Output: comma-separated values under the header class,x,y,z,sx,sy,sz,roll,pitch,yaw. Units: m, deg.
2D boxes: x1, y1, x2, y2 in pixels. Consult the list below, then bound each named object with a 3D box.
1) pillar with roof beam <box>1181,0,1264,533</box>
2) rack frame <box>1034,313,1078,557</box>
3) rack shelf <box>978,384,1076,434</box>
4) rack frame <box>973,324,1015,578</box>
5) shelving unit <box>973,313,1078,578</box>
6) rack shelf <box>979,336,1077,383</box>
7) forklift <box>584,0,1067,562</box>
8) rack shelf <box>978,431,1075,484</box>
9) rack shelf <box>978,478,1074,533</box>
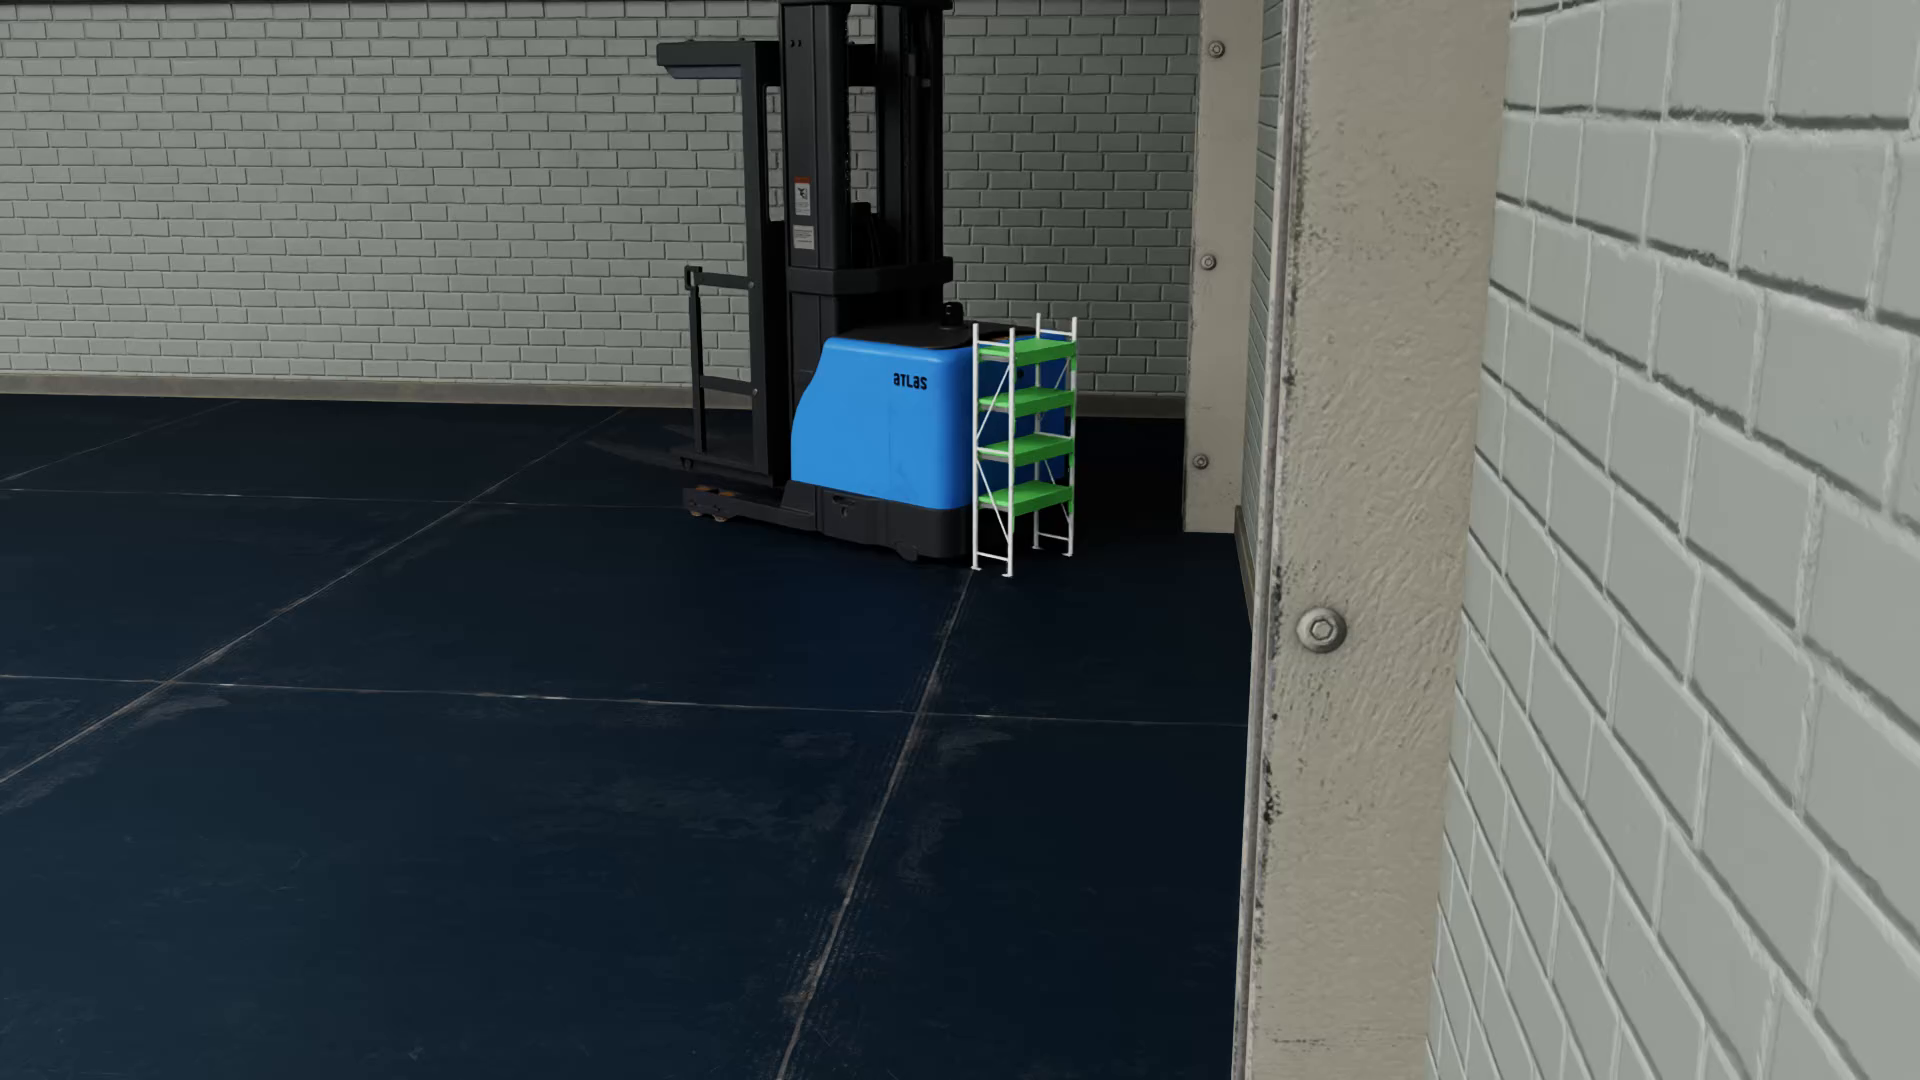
class,x,y,z,sx,sy,sz,roll,pitch,yaw
pillar with roof beam,-2.920,-4.563,8.296,9.100,9.000,0.400,2,15,6
rack frame,0.473,-0.517,8.275,0.240,1.200,0.015,12,19,38
rack shelf,0.316,-0.638,8.049,0.258,0.148,0.480,12,19,38
rack frame,0.159,-0.419,7.914,0.240,1.200,0.015,12,19,38
shelving unit,0.316,-0.468,8.095,0.258,1.200,0.503,12,19,38
rack shelf,0.316,-0.870,7.986,0.258,0.148,0.480,12,19,38
forklift,-0.891,-1.603,8.977,3.031,2.935,1.130,12,19,38
rack shelf,0.316,-0.406,8.111,0.258,0.148,0.480,12,19,38
rack shelf,0.316,-0.175,8.174,0.258,0.148,0.480,12,19,38
